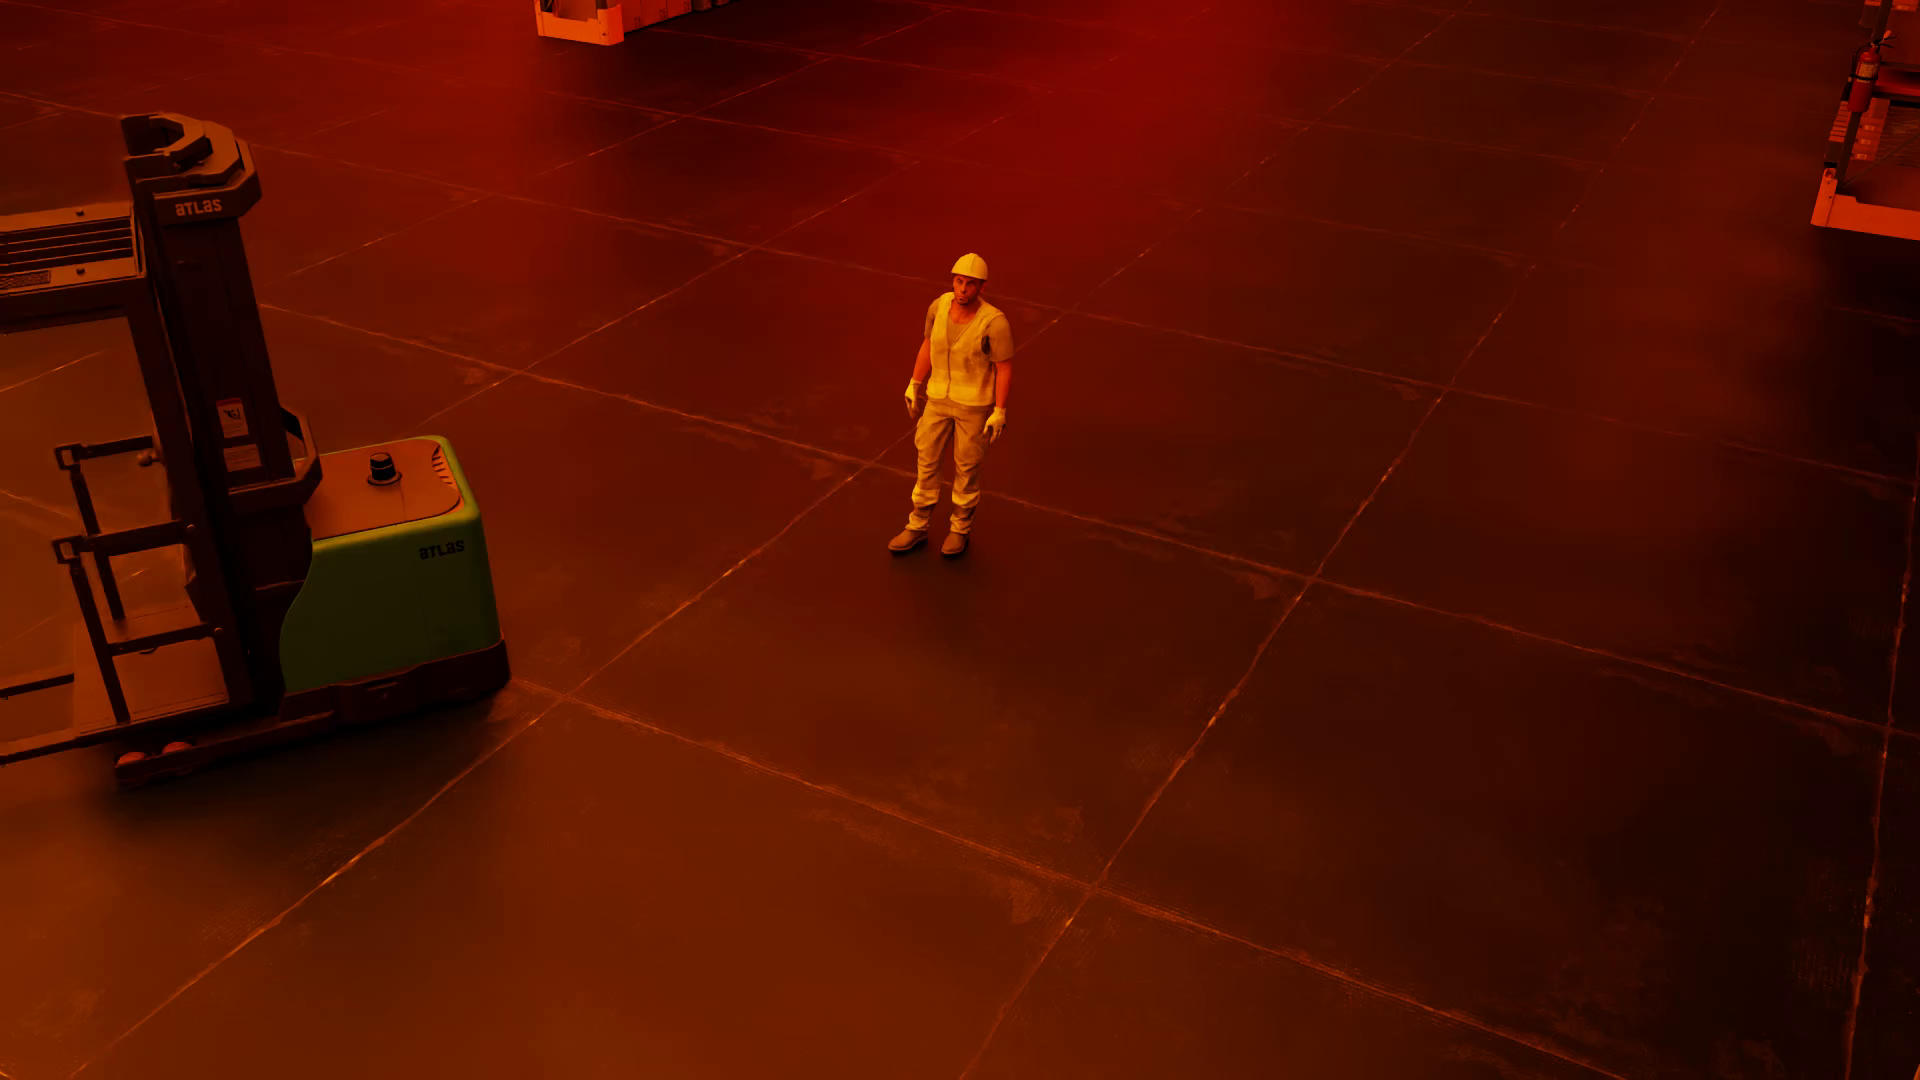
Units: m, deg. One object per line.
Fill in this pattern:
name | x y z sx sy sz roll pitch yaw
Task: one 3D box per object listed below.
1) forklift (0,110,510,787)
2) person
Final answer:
forklift | -3.897 -0.390 7.746 3.031 2.935 1.130 -13 32 -21
person | -0.048 -0.748 9.495 0.638 1.789 0.562 15 33 25
